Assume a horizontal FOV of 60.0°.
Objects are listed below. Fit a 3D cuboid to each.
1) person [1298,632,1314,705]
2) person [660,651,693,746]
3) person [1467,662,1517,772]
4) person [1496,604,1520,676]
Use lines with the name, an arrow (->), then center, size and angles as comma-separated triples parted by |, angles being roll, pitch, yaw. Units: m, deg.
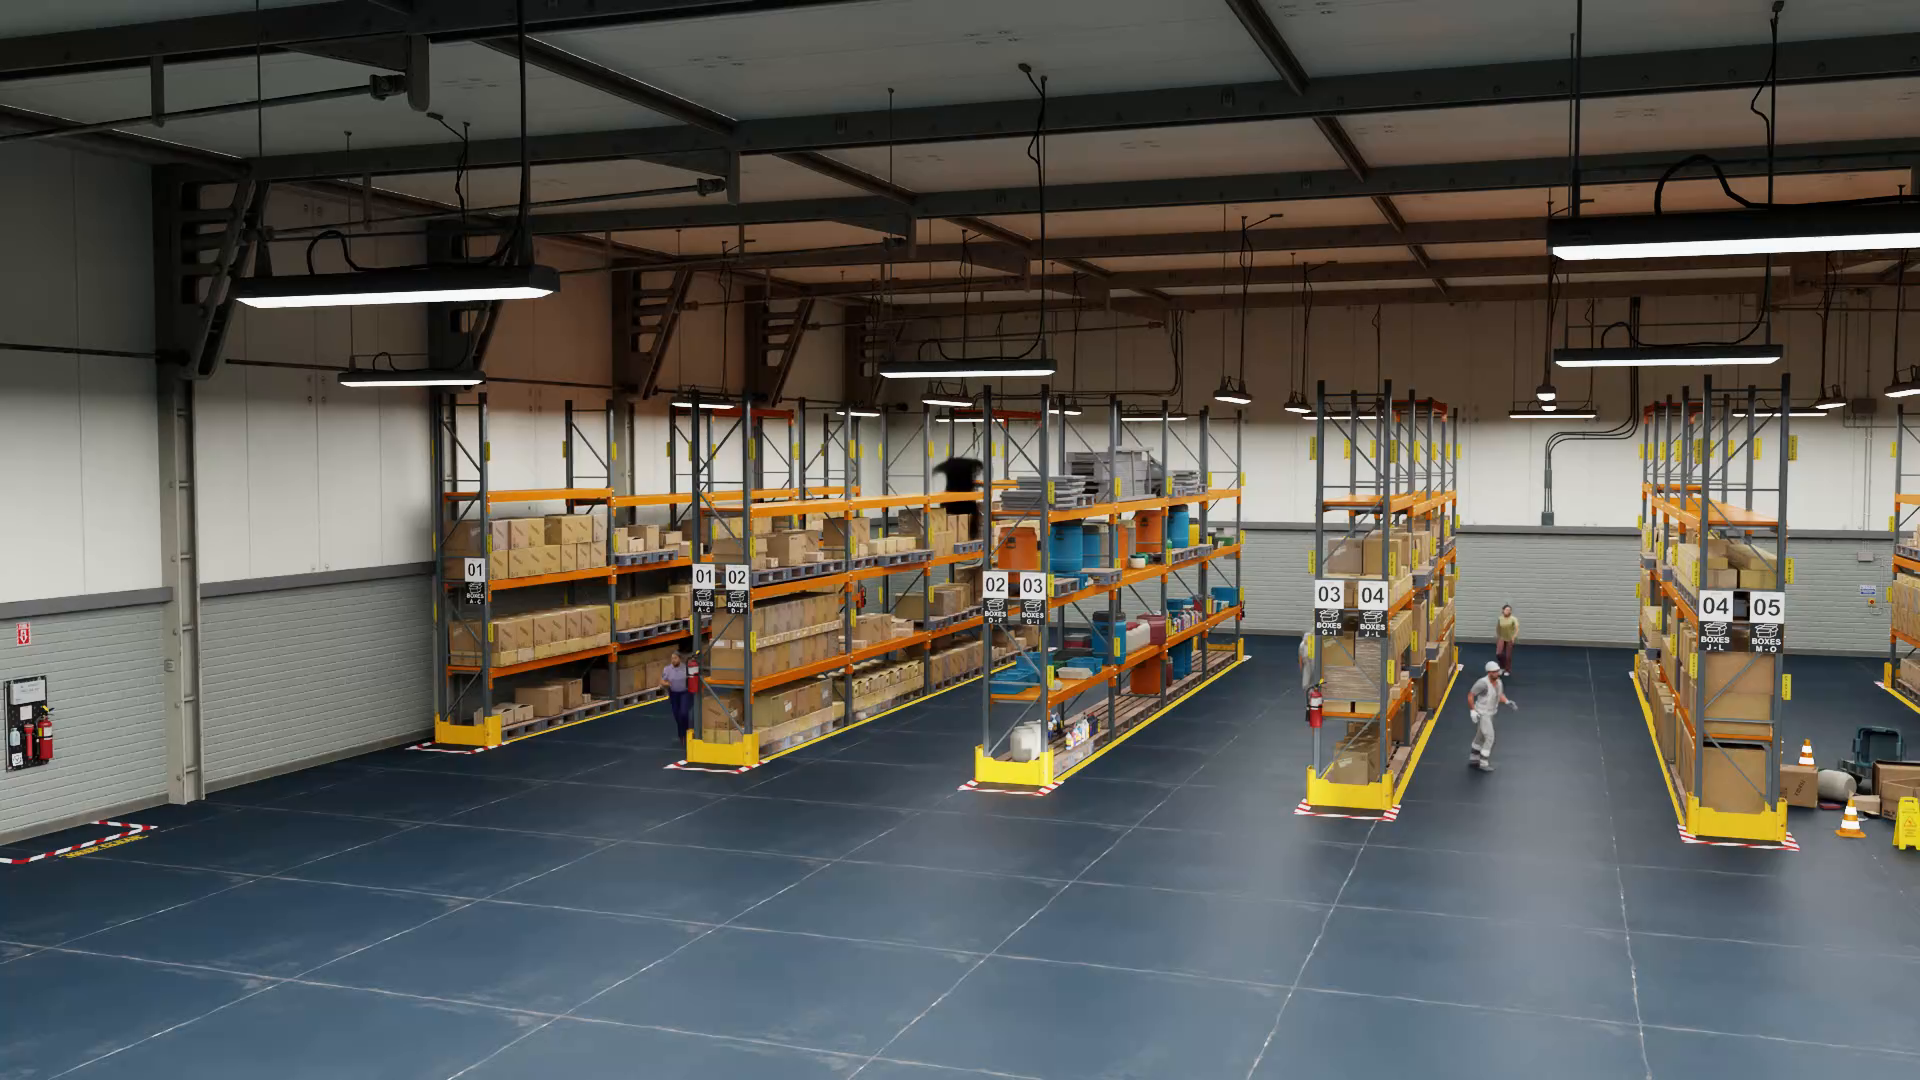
person -> 6.944, 2.529, 32.586 | 0.621, 1.495, 0.893 | 2, 4, 32
person -> -4.796, 2.703, 28.514 | 0.606, 1.604, 0.952 | 0, 3, 6
person -> 8.332, 2.755, 26.180 | 0.723, 1.730, 0.825 | -3, 4, -43
person -> 12.085, 2.222, 36.743 | 0.553, 1.615, 0.758 | 2, 3, 27
